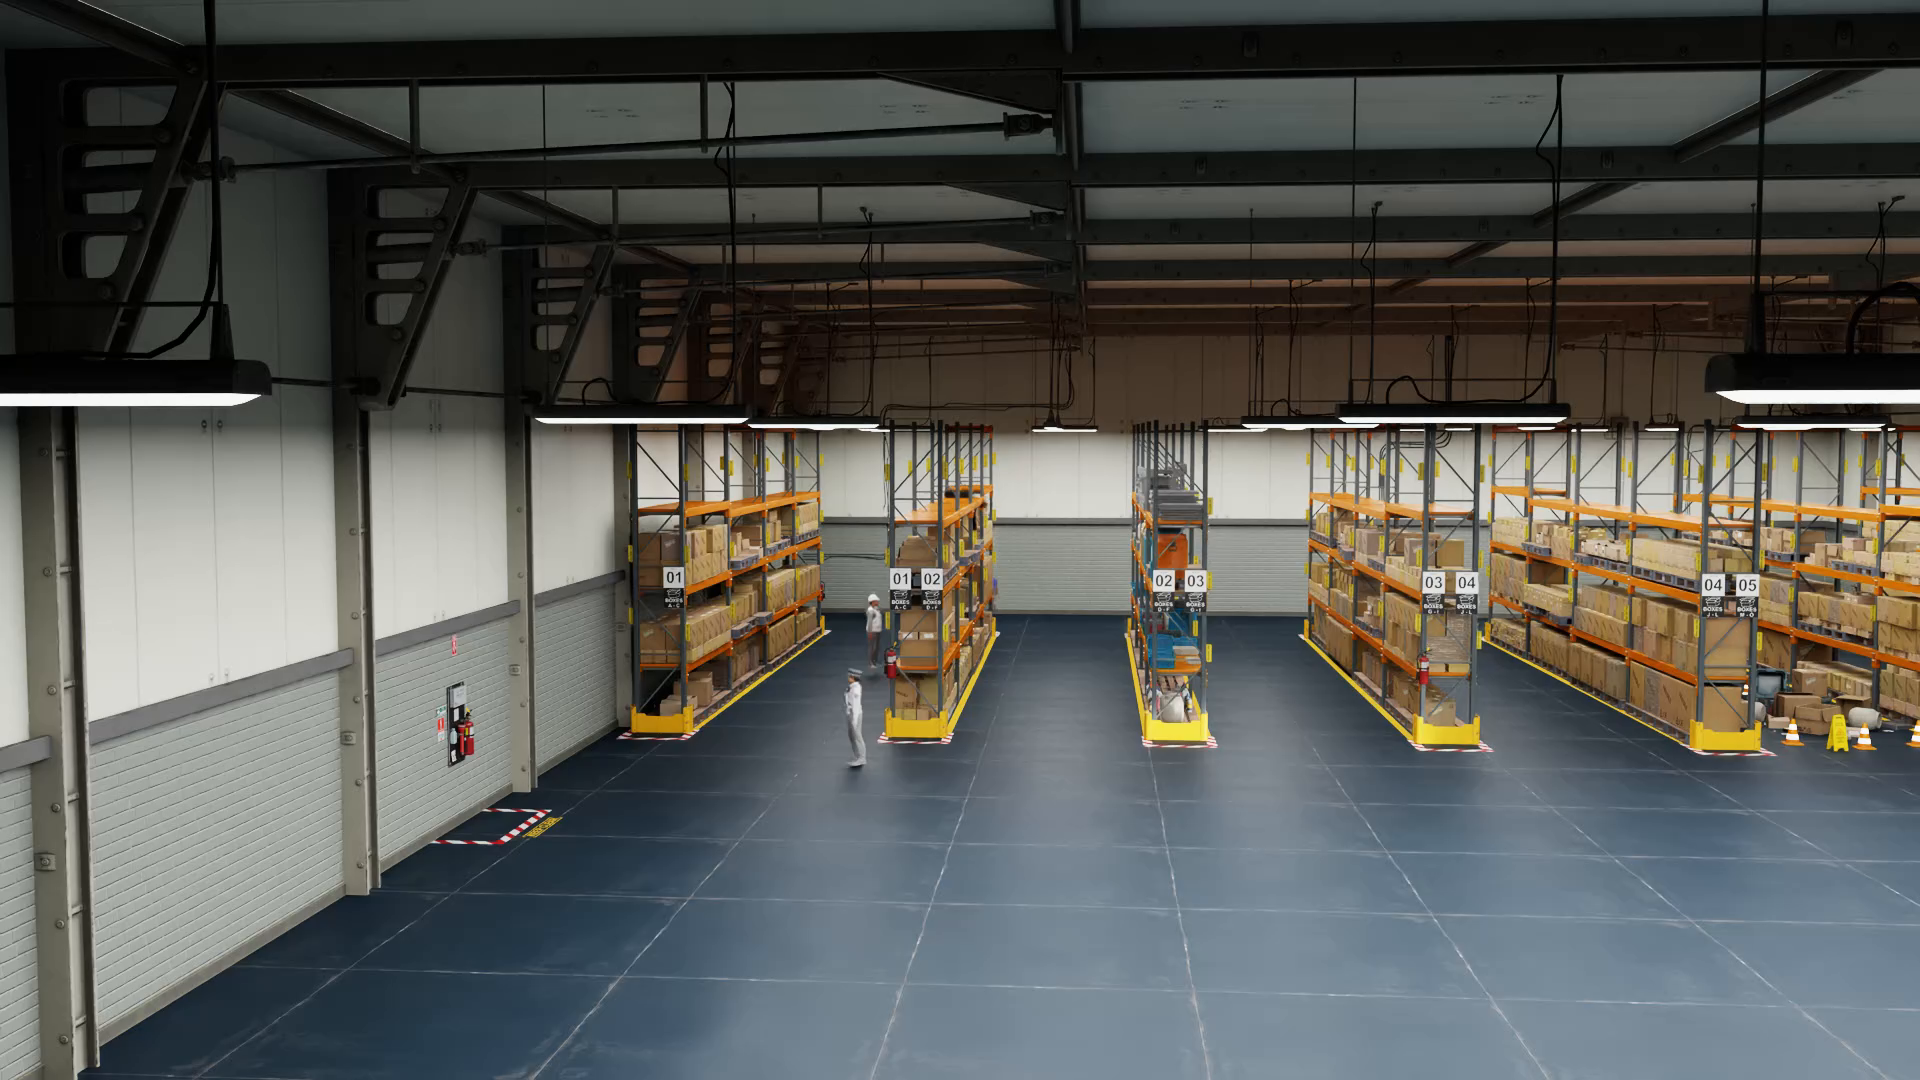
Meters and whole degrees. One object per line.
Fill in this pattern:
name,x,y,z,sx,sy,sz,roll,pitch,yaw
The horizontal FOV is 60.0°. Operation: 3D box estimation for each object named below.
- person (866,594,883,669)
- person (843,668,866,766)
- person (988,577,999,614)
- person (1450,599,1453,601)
person,-2.050,2.189,39.739,0.361,1.782,0.607,1,4,12
person,-1.841,3.071,28.779,0.382,1.720,0.597,-1,4,-16
person,0.967,1.699,50.298,0.468,1.656,0.445,2,4,28
person,14.087,1.842,47.998,0.801,1.667,0.660,0,4,0
